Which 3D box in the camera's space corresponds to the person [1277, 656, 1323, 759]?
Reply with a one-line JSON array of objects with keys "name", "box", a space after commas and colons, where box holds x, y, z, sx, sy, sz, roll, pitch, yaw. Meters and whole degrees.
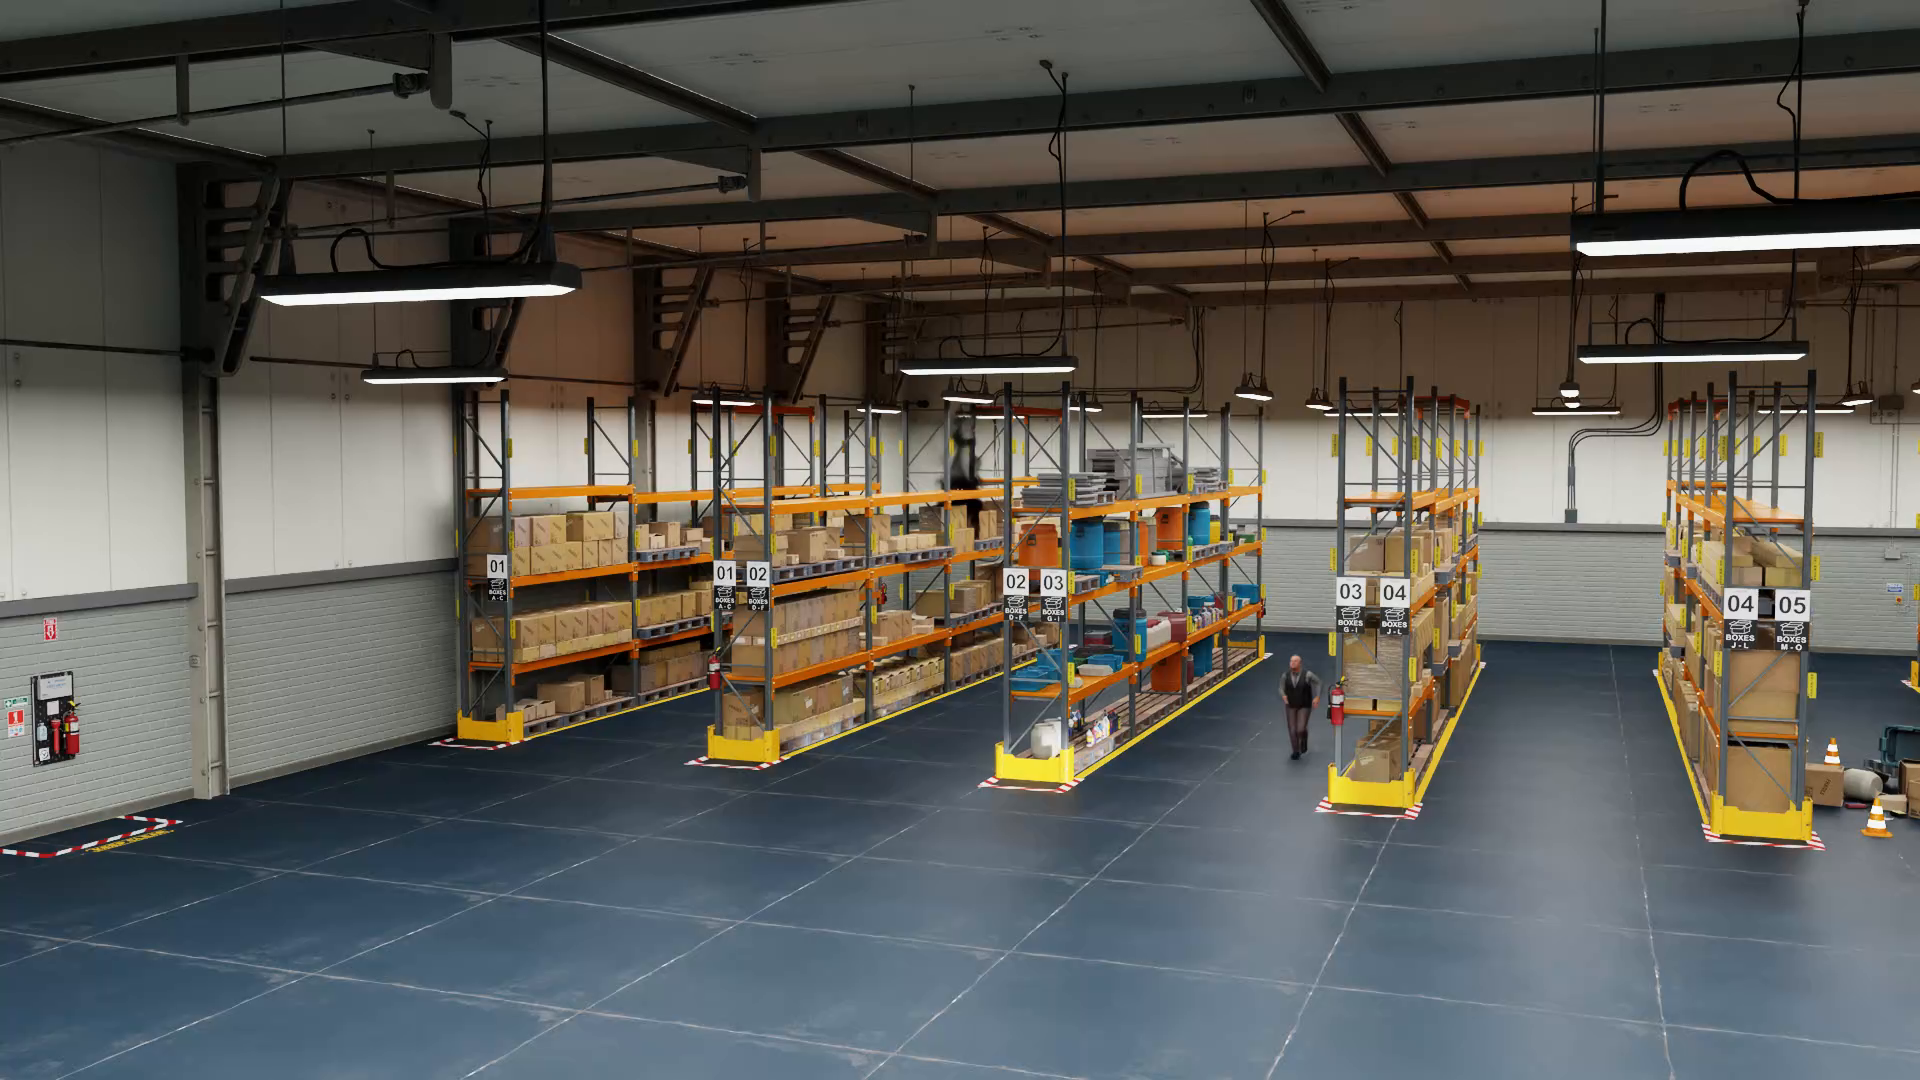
[{"name": "person", "box": [5.420, 2.696, 26.648, 0.682, 1.684, 0.703, 2, 4, 27]}]
